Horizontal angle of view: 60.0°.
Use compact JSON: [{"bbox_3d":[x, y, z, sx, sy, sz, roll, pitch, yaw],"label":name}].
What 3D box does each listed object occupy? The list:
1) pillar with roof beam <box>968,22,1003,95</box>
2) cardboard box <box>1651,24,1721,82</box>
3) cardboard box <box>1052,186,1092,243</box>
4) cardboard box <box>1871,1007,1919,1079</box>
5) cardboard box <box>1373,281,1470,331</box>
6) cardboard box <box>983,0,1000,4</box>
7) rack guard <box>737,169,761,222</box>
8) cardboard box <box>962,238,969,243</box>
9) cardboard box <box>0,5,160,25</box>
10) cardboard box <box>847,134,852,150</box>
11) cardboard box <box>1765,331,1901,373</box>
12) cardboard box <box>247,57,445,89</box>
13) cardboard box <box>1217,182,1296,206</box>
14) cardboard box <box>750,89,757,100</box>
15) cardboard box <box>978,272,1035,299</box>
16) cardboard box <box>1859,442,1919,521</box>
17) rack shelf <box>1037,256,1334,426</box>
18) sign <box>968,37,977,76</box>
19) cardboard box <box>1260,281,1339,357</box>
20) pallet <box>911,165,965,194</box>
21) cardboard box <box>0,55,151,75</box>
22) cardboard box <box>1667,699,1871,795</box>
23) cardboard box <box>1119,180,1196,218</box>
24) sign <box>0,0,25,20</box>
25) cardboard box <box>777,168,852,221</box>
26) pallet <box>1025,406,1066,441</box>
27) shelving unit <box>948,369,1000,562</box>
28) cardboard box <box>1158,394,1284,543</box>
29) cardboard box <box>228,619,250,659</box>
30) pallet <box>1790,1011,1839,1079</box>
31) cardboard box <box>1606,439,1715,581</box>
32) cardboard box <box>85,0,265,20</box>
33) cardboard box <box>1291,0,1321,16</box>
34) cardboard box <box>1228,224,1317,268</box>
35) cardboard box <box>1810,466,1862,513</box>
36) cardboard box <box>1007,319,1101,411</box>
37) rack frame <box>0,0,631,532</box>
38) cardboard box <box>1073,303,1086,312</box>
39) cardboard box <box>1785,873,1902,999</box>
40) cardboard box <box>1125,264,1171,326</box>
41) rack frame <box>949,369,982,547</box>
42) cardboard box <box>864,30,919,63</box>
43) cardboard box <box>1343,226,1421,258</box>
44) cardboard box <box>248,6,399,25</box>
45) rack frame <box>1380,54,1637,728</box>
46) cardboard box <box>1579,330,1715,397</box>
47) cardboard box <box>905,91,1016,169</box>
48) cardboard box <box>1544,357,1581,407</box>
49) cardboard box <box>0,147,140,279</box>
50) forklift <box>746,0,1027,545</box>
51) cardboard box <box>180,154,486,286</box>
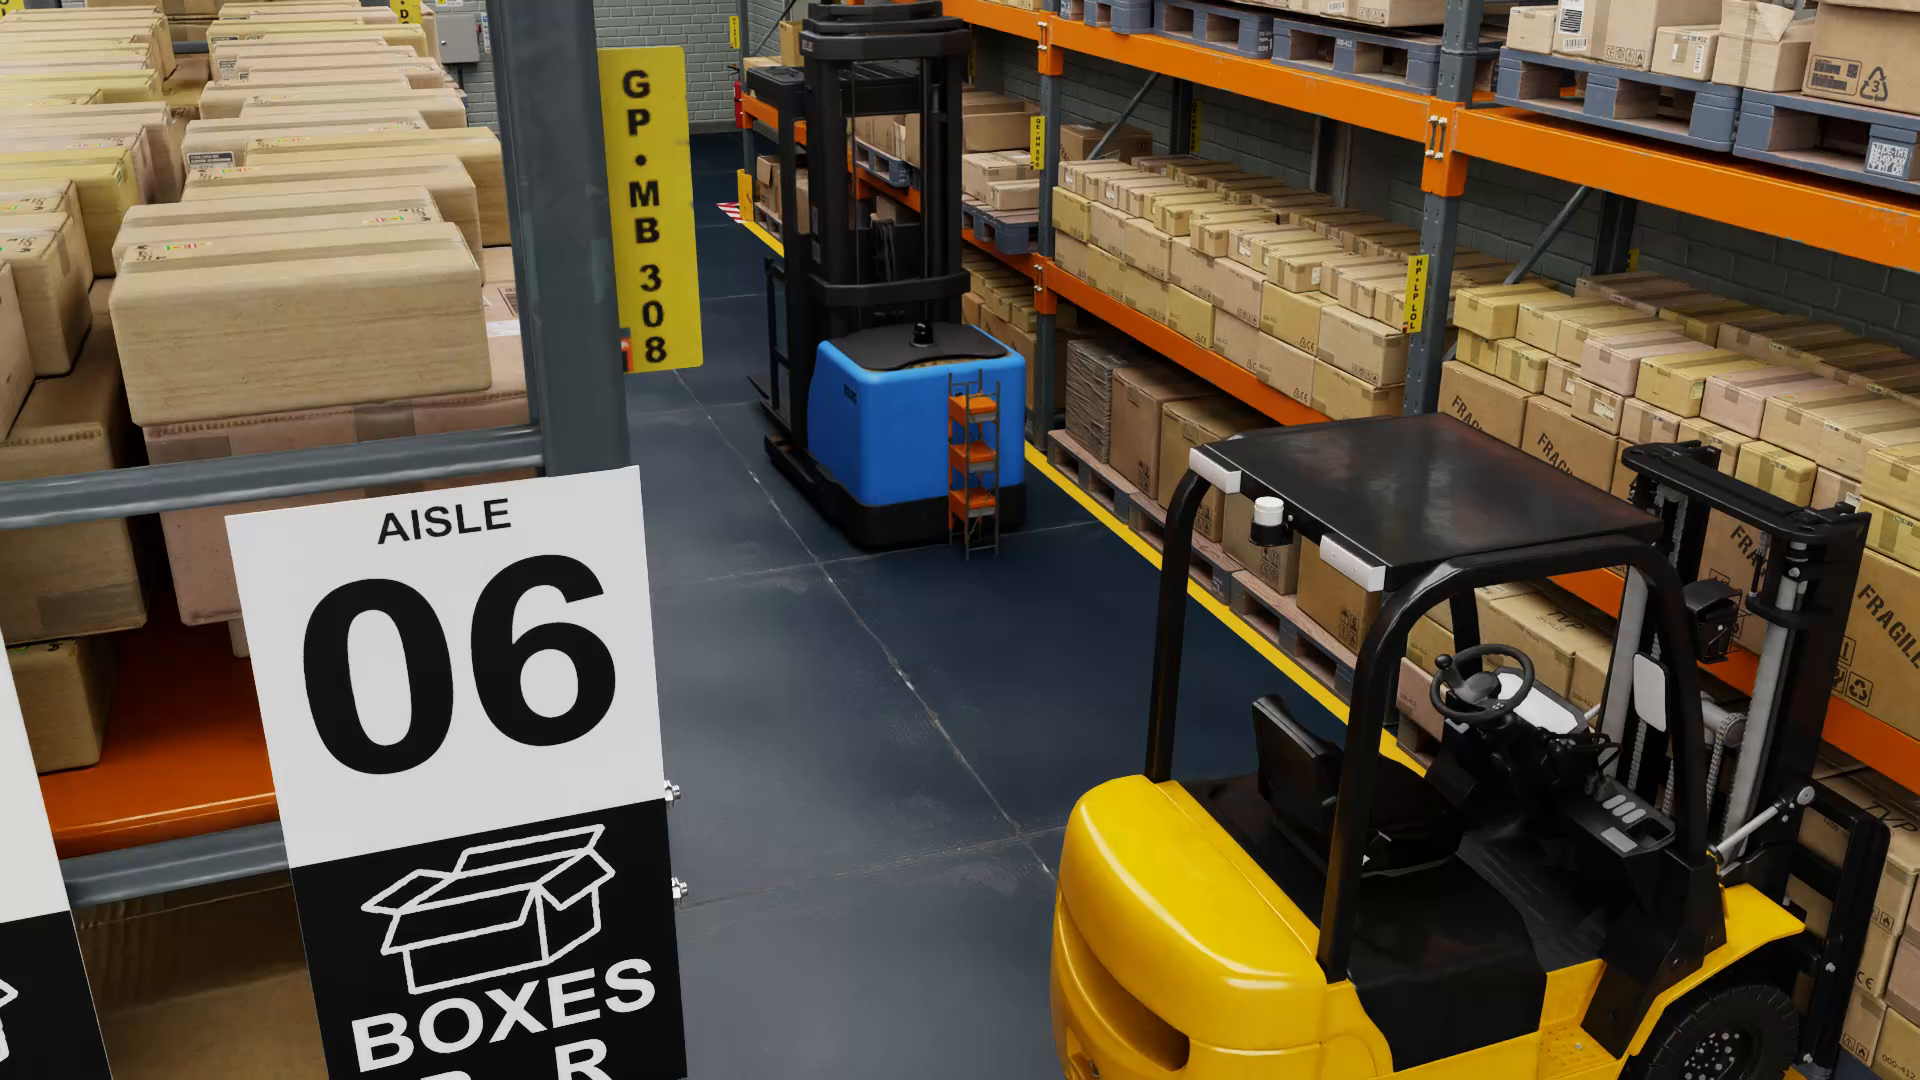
[{"bbox_3d":[-3.853,-6.061,12.545,9.100,9.000,0.400,-8,24,-19],"label":"pillar with roof beam"},{"bbox_3d":[2.549,-1.626,5.538,0.380,0.149,0.250,-8,24,-17],"label":"cardboard box"},{"bbox_3d":[0.895,-2.021,10.231,0.500,0.250,0.500,-8,24,-19],"label":"cardboard box"},{"bbox_3d":[3.188,1.614,5.059,0.500,0.250,0.500,-8,24,-19],"label":"cardboard box"},{"bbox_3d":[2.075,-1.043,7.398,0.380,0.149,0.250,-7,24,-17],"label":"cardboard box"},{"bbox_3d":[0.403,-3.706,11.012,0.500,0.250,0.500,-8,24,-19],"label":"cardboard box"},{"bbox_3d":[-1.809,-3.785,18.086,1.175,0.500,0.348,-8,24,-19],"label":"rack guard"},{"bbox_3d":[-0.111,-2.309,13.209,0.380,0.149,0.250,-8,24,-19],"label":"cardboard box"},{"bbox_3d":[-2.433,-1.396,4.636,0.380,0.149,0.250,-9,24,-20],"label":"cardboard box"},{"bbox_3d":[-0.772,-3.476,14.459,0.380,0.149,0.250,-8,24,-18],"label":"cardboard box"},{"bbox_3d":[3.174,-0.641,6.062,0.380,0.149,0.250,-9,24,-20],"label":"cardboard box"},{"bbox_3d":[-1.286,-0.920,3.506,0.380,0.149,0.250,-8,24,-18],"label":"cardboard box"},{"bbox_3d":[1.697,-1.945,9.538,0.380,0.149,0.250,-8,24,-19],"label":"cardboard box"},{"bbox_3d":[-1.977,-4.691,17.342,0.380,0.149,0.250,-9,24,-19],"label":"cardboard box"},{"bbox_3d":[0.351,-1.842,12.100,0.380,0.149,0.250,-8,24,-17],"label":"cardboard box"},{"bbox_3d":[2.948,-0.184,4.977,0.380,0.149,0.250,-8,24,-18],"label":"cardboard box"},{"bbox_3d":[1.697,-0.999,9.185,1.077,0.370,4.000,-8,24,-19],"label":"rack shelf"},{"bbox_3d":[0.095,-4.122,14.177,0.100,0.325,0.005,-8,24,-19],"label":"sign"},{"bbox_3d":[1.802,-1.095,8.034,0.500,0.250,0.500,-9,24,-20],"label":"cardboard box"},{"bbox_3d":[0.299,-2.675,12.482,1.003,0.211,1.213,-8,24,-19],"label":"pallet"},{"bbox_3d":[-1.922,-0.931,3.531,0.380,0.149,0.250,-9,24,-20],"label":"cardboard box"},{"bbox_3d":[2.816,0.786,5.736,0.500,0.250,0.500,-9,24,-20],"label":"cardboard box"},{"bbox_3d":[1.142,-1.966,9.589,0.380,0.149,0.250,-8,24,-18],"label":"cardboard box"},{"bbox_3d":[-2.757,-1.646,4.759,0.100,0.325,0.005,-8,24,-19],"label":"sign"},{"bbox_3d":[-1.443,-3.455,16.762,0.700,0.500,0.500,-7,24,-17],"label":"cardboard box"},{"bbox_3d":[0.762,-1.049,11.967,1.003,0.211,1.213,-8,24,-19],"label":"pallet"},{"bbox_3d":[0.078,-0.417,9.388,0.215,1.050,0.252,-9,25,-21],"label":"shelving unit"},{"bbox_3d":[1.674,-0.447,9.466,0.875,0.625,0.625,-9,25,-21],"label":"cardboard box"},{"bbox_3d":[-0.816,0.017,2.309,0.380,0.149,0.250,-9,25,-21],"label":"cardboard box"},{"bbox_3d":[3.080,1.420,6.110,1.003,0.211,1.213,-8,24,-19],"label":"pallet"},{"bbox_3d":[2.695,-0.082,5.954,0.500,0.500,0.500,-9,24,-20],"label":"cardboard box"},{"bbox_3d":[-2.563,-1.852,5.428,0.500,0.250,0.500,-8,24,-18],"label":"cardboard box"},{"bbox_3d":[1.731,-2.468,7.535,0.380,0.149,0.250,-8,24,-19],"label":"cardboard box"},{"bbox_3d":[1.596,-1.503,8.490,0.380,0.149,0.250,-8,24,-19],"label":"cardboard box"},{"bbox_3d":[2.952,-0.149,5.278,0.380,0.149,0.250,-9,24,-19],"label":"cardboard box"},{"bbox_3d":[0.640,-1.223,11.468,0.500,0.500,0.500,-8,24,-17],"label":"cardboard box"},{"bbox_3d":[-0.826,-1.233,1.089,1.000,3.000,0.127,-8,24,-19],"label":"rack frame"},{"bbox_3d":[1.029,-1.730,11.836,0.380,0.149,0.250,-8,24,-17],"label":"cardboard box"},{"bbox_3d":[2.983,1.190,5.420,0.500,0.250,0.500,-9,24,-20],"label":"cardboard box"},{"bbox_3d":[1.280,-1.424,9.459,0.500,0.250,0.500,-9,25,-21],"label":"cardboard box"},{"bbox_3d":[0.031,-0.461,9.491,0.200,1.050,0.008,-9,25,-21],"label":"rack frame"},{"bbox_3d":[-0.700,-4.502,15.414,0.500,0.500,0.500,-9,24,-20],"label":"cardboard box"},{"bbox_3d":[2.173,-1.486,8.449,0.380,0.149,0.250,-8,24,-19],"label":"cardboard box"},{"bbox_3d":[-1.759,-1.386,4.612,0.380,0.149,0.250,-9,24,-20],"label":"cardboard box"},{"bbox_3d":[2.403,-0.604,7.321,1.000,3.000,0.127,-8,24,-19],"label":"rack frame"},{"bbox_3d":[2.509,-0.648,6.078,0.380,0.149,0.250,-8,24,-18],"label":"cardboard box"},{"bbox_3d":[-0.001,-3.071,12.504,0.700,0.500,0.500,-8,24,-19],"label":"cardboard box"},{"bbox_3d":[2.481,-0.612,6.377,0.380,0.149,0.250,-8,24,-19],"label":"cardboard box"},{"bbox_3d":[-1.426,-0.473,2.445,0.380,0.149,0.250,-8,24,-19],"label":"cardboard box"},{"bbox_3d":[-0.643,-1.860,10.390,1.130,2.935,3.031,-9,25,-21],"label":"forklift"},{"bbox_3d":[-0.895,-0.448,2.386,0.380,0.149,0.250,-8,24,-19],"label":"cardboard box"}]
